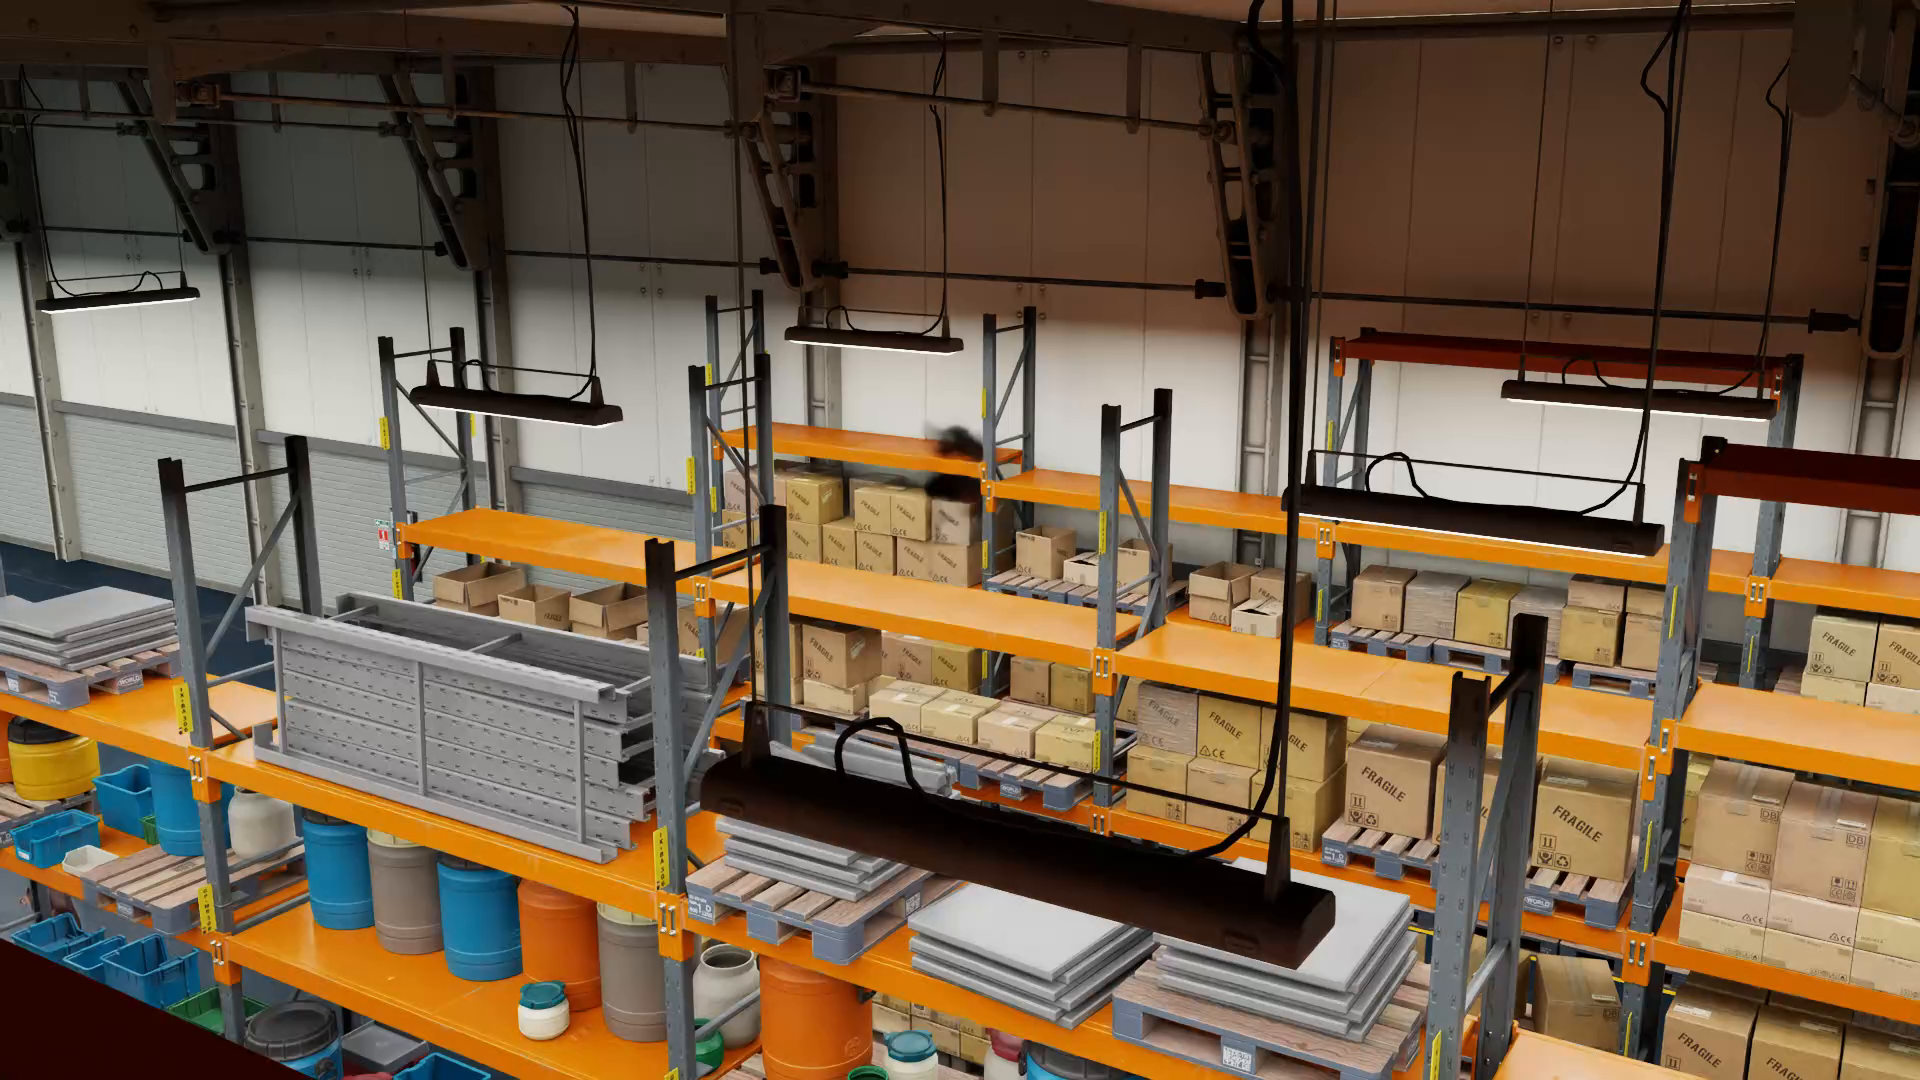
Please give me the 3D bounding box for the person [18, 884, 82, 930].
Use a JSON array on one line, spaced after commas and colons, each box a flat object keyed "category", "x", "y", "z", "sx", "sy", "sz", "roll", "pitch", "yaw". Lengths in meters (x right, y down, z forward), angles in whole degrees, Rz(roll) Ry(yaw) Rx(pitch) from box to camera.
[{"category": "person", "x": -8.189, "y": 3.566, "z": 15.189, "sx": 0.929, "sy": 1.779, "sz": 0.720, "roll": -2, "pitch": 14, "yaw": -7}]
